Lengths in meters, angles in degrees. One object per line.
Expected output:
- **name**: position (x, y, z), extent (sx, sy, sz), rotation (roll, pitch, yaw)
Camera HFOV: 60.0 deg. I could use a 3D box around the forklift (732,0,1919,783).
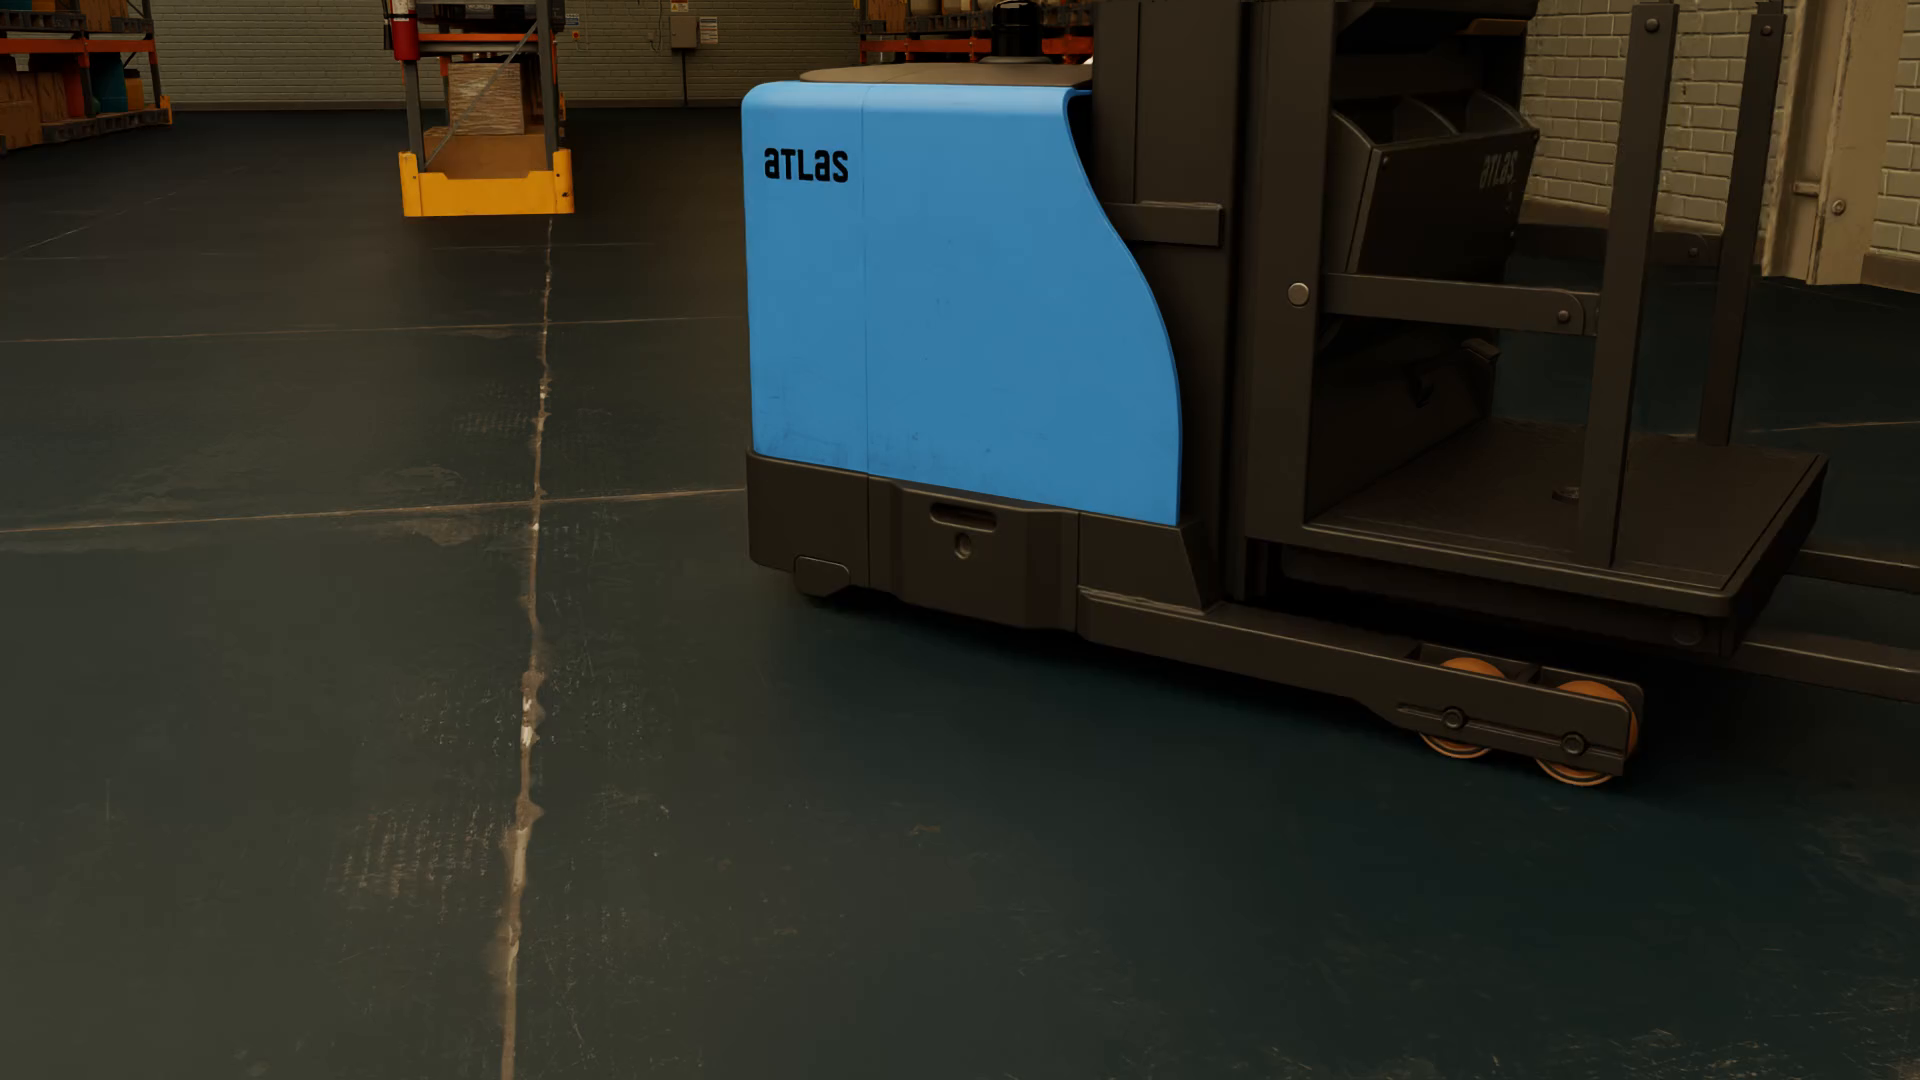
- **forklift**: position (1.029, -1.184, 2.855), extent (3.031, 2.935, 1.130), rotation (11, 20, 32)
